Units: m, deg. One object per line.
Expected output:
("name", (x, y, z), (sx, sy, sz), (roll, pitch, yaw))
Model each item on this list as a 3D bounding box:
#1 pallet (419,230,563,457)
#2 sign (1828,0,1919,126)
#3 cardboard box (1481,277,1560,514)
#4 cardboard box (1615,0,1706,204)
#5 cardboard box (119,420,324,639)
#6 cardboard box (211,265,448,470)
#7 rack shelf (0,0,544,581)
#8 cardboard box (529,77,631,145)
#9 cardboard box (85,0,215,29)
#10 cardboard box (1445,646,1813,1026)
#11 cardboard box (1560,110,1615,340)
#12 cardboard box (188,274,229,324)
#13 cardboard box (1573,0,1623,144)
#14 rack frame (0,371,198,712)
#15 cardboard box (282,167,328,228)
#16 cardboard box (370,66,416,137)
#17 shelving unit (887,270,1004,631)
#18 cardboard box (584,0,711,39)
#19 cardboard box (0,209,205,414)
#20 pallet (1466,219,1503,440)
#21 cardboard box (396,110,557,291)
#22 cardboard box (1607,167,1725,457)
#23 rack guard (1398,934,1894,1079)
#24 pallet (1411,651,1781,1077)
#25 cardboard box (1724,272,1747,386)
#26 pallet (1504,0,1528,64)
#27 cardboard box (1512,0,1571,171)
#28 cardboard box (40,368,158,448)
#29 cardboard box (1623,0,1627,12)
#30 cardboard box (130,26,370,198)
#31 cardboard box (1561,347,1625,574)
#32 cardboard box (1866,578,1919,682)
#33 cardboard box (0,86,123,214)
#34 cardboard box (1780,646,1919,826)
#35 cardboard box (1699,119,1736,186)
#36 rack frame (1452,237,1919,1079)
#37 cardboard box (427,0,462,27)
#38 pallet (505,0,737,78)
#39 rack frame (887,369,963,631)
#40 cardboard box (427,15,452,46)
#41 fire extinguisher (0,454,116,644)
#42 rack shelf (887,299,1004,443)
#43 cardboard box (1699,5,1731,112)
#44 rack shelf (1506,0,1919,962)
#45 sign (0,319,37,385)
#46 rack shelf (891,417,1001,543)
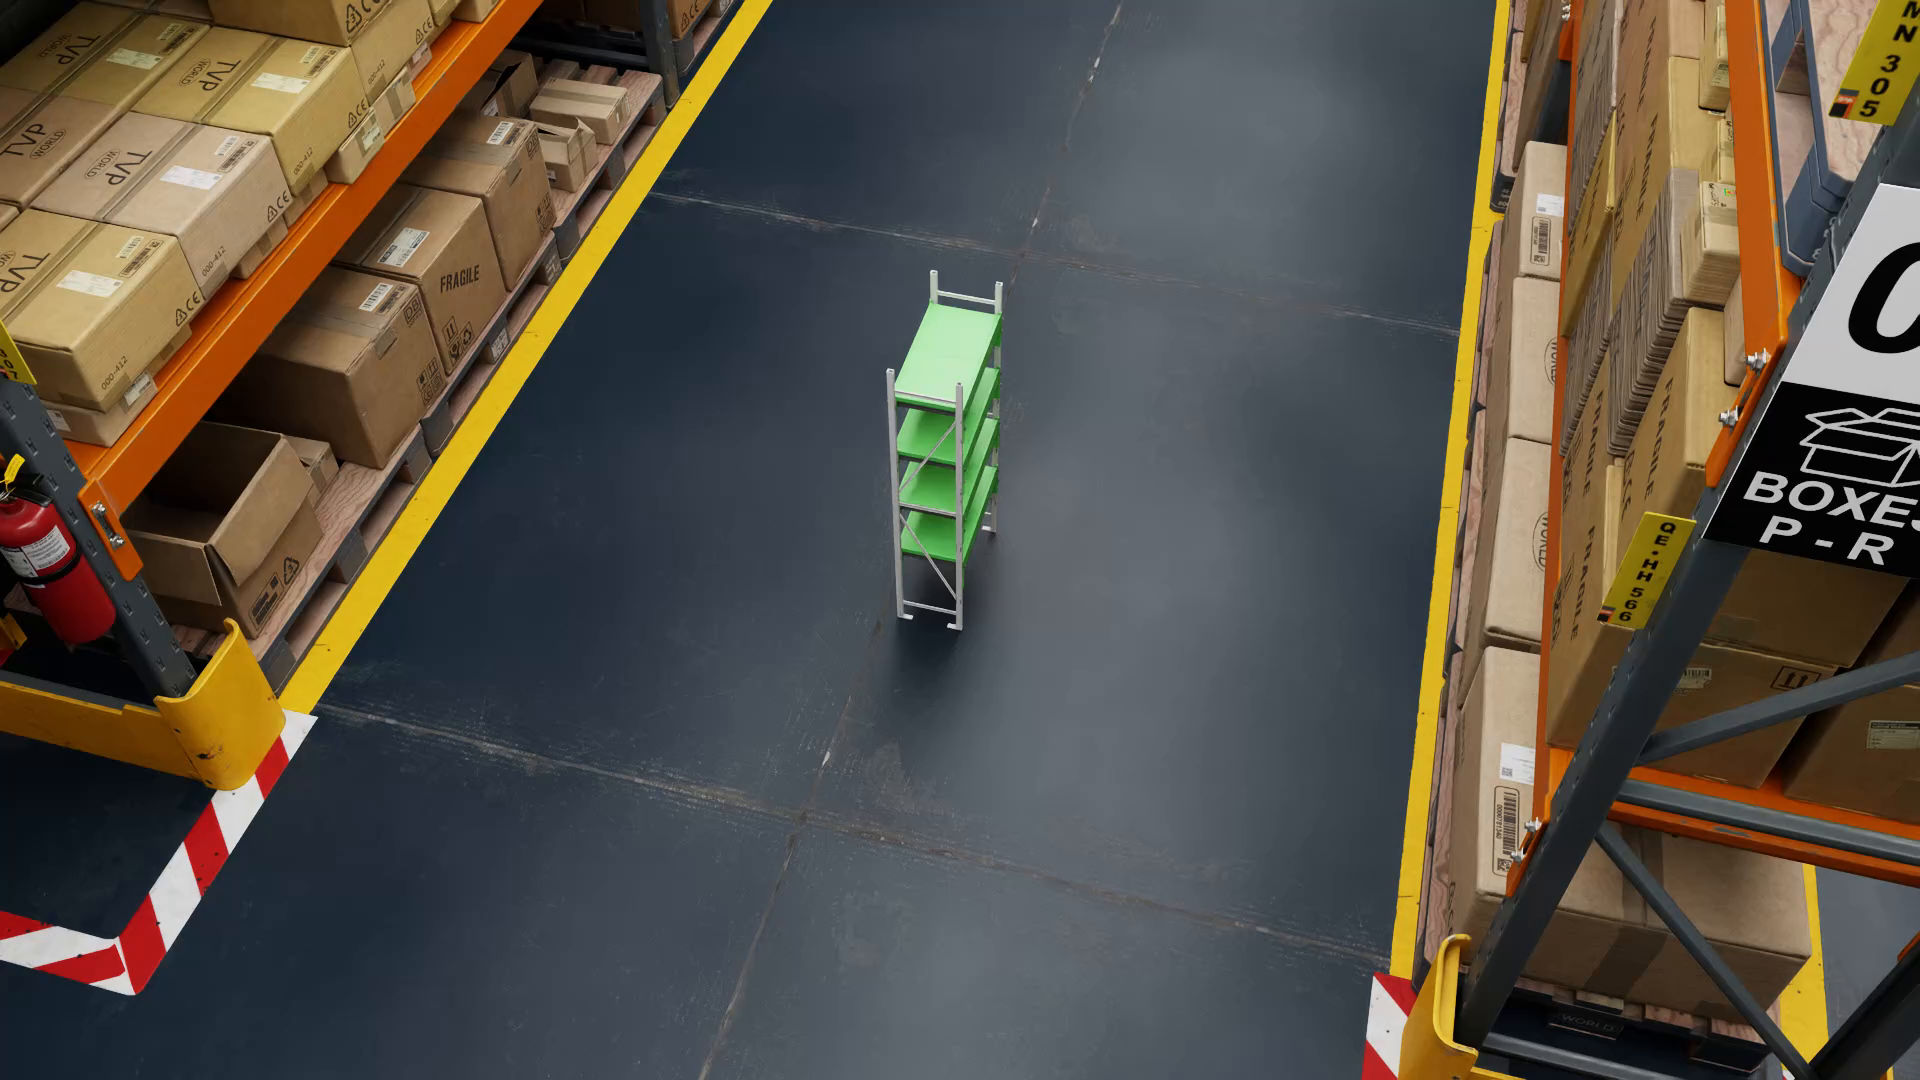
("pallet", (-2.372, -0.922, 6.923), (1.003, 0.211, 1.213), (12, 50, 10))
("sign", (1.346, -0.733, 2.358), (0.100, 0.325, 0.005), (12, 50, 10))
("cardboard box", (2.415, -0.460, 6.084), (0.875, 0.438, 0.875), (10, 49, 9))
("cardboard box", (2.140, -1.220, 4.593), (0.500, 0.500, 0.500), (11, 50, 10))
("cardboard box", (-2.672, -0.070, 5.696), (0.797, 0.503, 0.637), (10, 49, 9))
("cardboard box", (-2.409, -0.680, 6.236), (0.700, 0.500, 0.500), (13, 50, 12))
("rack shelf", (-2.398, -1.542, 6.090), (1.077, 0.370, 4.000), (12, 50, 10))
("cardboard box", (-1.734, -1.961, 7.602), (0.380, 0.149, 0.250), (10, 49, 9))
("cardboard box", (-2.649, -1.875, 5.806), (0.500, 0.250, 0.500), (11, 50, 10))
("cardboard box", (1.943, 0.855, 4.923), (0.875, 0.438, 0.875), (10, 49, 9))
("cardboard box", (2.133, -0.901, 4.978), (0.500, 0.500, 0.500), (13, 50, 11))
("cardboard box", (-2.515, -0.824, 5.144), (0.380, 0.149, 0.250), (11, 49, 10))
("cardboard box", (2.406, -1.632, 5.623), (0.500, 0.500, 0.500), (12, 50, 10))
("rack frame", (-2.924, -0.333, 4.544), (1.000, 3.000, 0.127), (12, 50, 10))
("cardboard box", (-2.325, -1.188, 5.465), (0.380, 0.149, 0.250), (12, 50, 11))
("cardboard box", (-2.136, -1.550, 5.785), (0.380, 0.149, 0.250), (13, 50, 11))
("shelving unit", (-0.044, -0.277, 5.694), (0.258, 1.200, 0.503), (12, 50, 10))
("cardboard box", (-1.527, -2.844, 8.146), (0.500, 0.500, 0.500), (14, 50, 12))
("cardboard box", (-2.545, -0.657, 4.731), (0.500, 0.250, 0.500), (12, 50, 10))
("pallet", (2.643, -0.792, 6.809), (1.003, 0.211, 1.213), (12, 50, 10))
("cardboard box", (-2.136, -1.430, 6.899), (0.700, 0.500, 0.500), (10, 49, 9))
("cardboard box", (1.872, -0.500, 3.957), (0.500, 0.500, 0.500), (12, 50, 10))
("rack guard", (1.859, 1.488, 4.603), (1.175, 0.500, 0.348), (12, 50, 10))
("pallet", (2.001, 0.972, 5.251), (1.003, 0.211, 1.213), (12, 50, 10))
("cardboard box", (1.811, -0.423, 3.456), (0.380, 0.149, 0.250), (12, 50, 11))
("pallet", (3.368, -2.785, 8.567), (1.003, 0.211, 1.213), (12, 50, 10))
("cardboard box", (3.004, -2.150, 7.284), (0.875, 0.875, 0.875), (13, 50, 11))
("cardboard box", (-2.573, -0.434, 4.800), (0.380, 0.149, 0.250), (11, 50, 10))
("cardboard box", (2.421, -1.953, 5.239), (0.500, 0.500, 0.500), (11, 49, 10))
("cardboard box", (-2.282, -1.389, 5.377), (0.500, 0.250, 0.500), (11, 49, 9))
("cardboard box", (1.884, -0.151, 4.316), (0.500, 0.500, 0.500), (11, 49, 9))
("cardboard box", (2.267, -0.011, 3.526), (0.500, 0.500, 0.500), (11, 49, 9))
("cardboard box", (-2.922, -1.140, 5.157), (0.500, 0.250, 0.500), (12, 50, 10))
("cardboard box", (2.269, 0.320, 3.900), (0.500, 0.500, 0.500), (11, 50, 10))
("cardboard box", (1.903, -0.800, 3.789), (0.380, 0.149, 0.250), (13, 50, 11))
("rack frame", (1.866, 0.643, 3.681), (1.000, 3.000, 0.127), (12, 50, 10))
("cardboard box", (-2.031, -2.136, 6.036), (0.500, 0.250, 0.500), (11, 50, 10))
("pallet", (-1.694, -2.900, 8.668), (1.003, 0.211, 1.213), (12, 50, 10))
("rack frame", (-0.108, -0.101, 5.539), (0.240, 1.200, 0.015), (12, 50, 10))
("cardboard box", (-2.115, -1.938, 6.128), (0.380, 0.149, 0.250), (12, 50, 11))
("fire extinguisher", (-2.517, 0.013, 4.538), (0.296, 0.674, 0.183), (12, 50, 10))
("rack shelf", (-0.044, -0.553, 5.382), (0.258, 0.148, 0.480), (12, 50, 10))
("cardboard box", (2.050, -1.168, 4.114), (0.380, 0.149, 0.250), (13, 50, 11))
("rack shelf", (2.392, -0.565, 5.228), (1.077, 0.370, 4.000), (12, 50, 10))
("sign", (-2.400, -0.513, 4.125), (0.100, 0.325, 0.005), (12, 50, 10))
("rack shelf", (-0.044, -0.235, 5.742), (0.258, 0.148, 0.480), (12, 50, 10))
